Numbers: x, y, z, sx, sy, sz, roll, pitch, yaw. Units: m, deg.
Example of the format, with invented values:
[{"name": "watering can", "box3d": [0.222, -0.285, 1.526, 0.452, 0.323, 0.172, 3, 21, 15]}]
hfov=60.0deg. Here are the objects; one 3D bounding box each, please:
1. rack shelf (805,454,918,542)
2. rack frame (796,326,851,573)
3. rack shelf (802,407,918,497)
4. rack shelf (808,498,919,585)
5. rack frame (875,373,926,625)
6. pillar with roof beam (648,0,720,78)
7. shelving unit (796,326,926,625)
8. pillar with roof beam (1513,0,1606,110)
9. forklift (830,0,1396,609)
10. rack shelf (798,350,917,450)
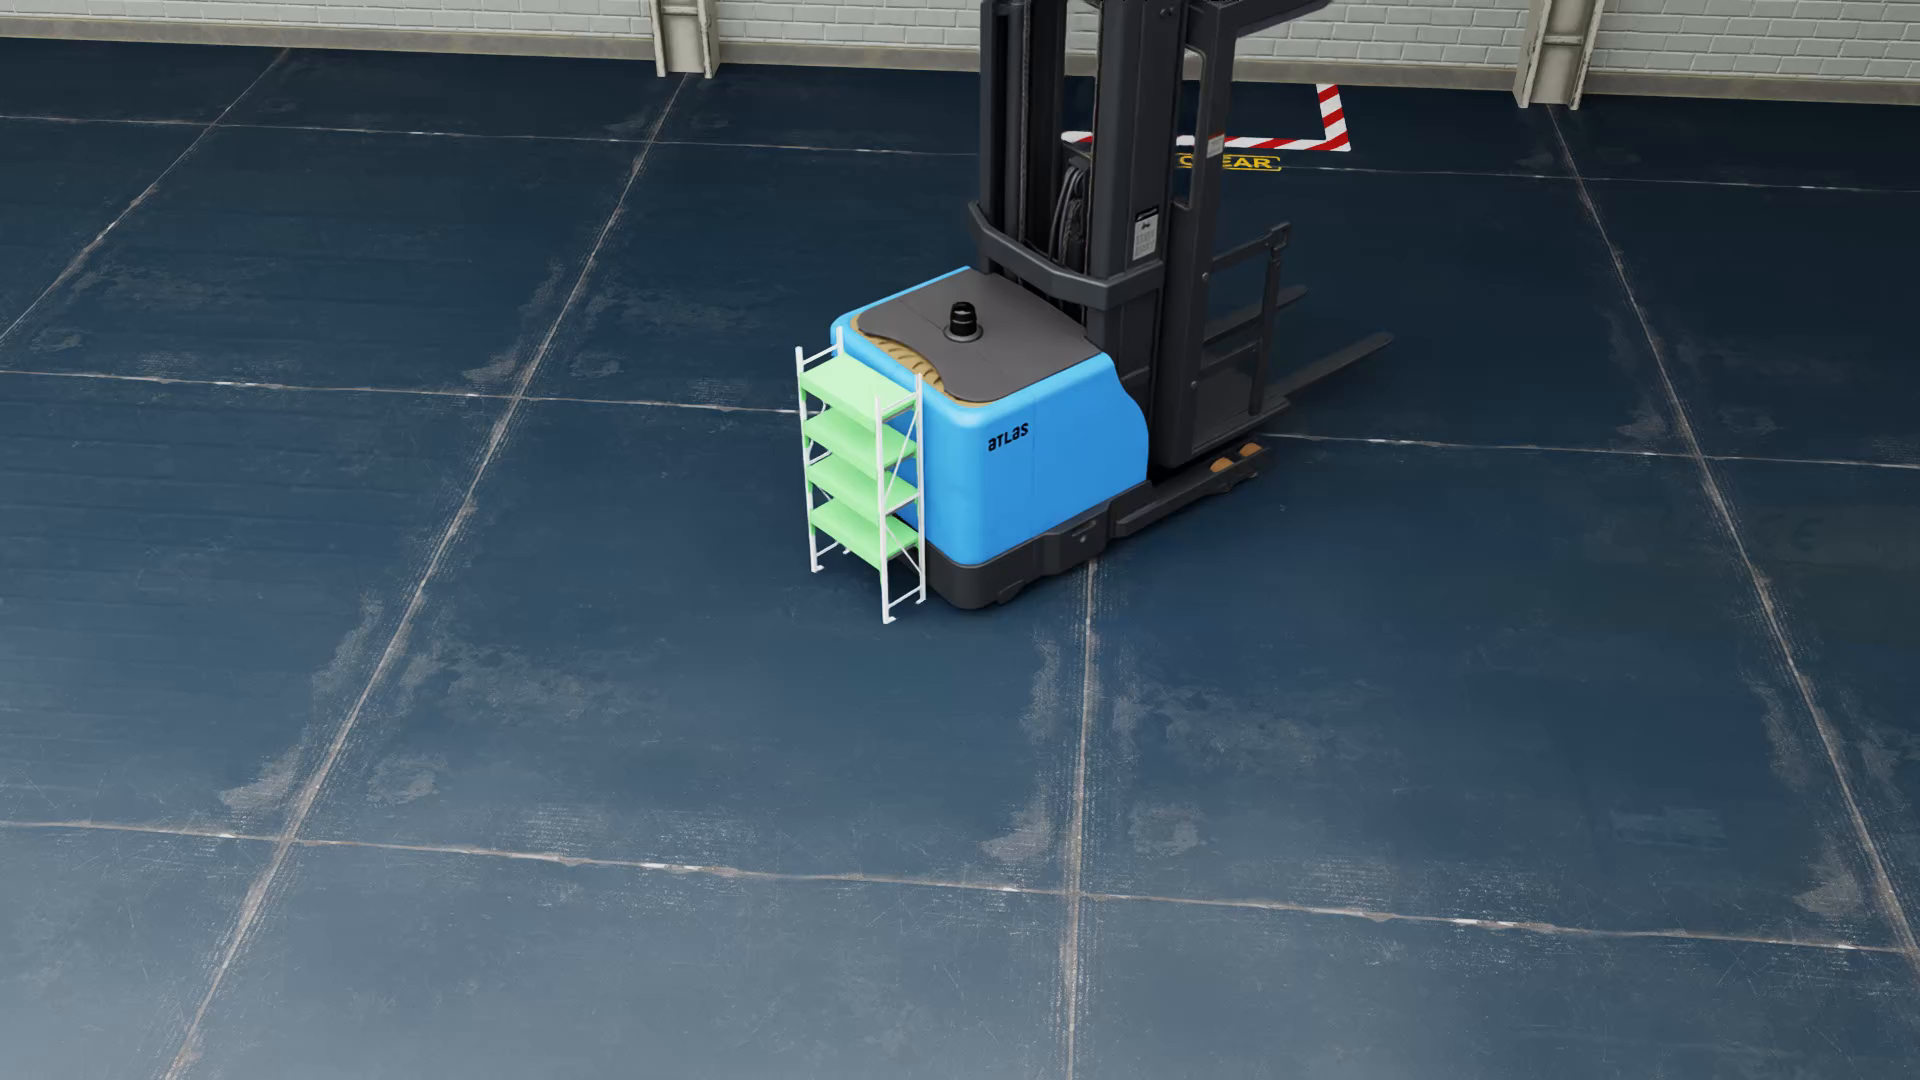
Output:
[{"name": "rack shelf", "box3d": [-0.414, -0.211, 7.160, 0.258, 0.148, 0.480, -31, 48, -32]}, {"name": "rack frame", "box3d": [-0.583, -0.372, 7.256, 0.240, 1.200, 0.015, -31, 48, -32]}, {"name": "rack shelf", "box3d": [-0.414, -0.397, 7.009, 0.258, 0.148, 0.480, -31, 48, -32]}, {"name": "rack shelf", "box3d": [-0.414, -0.025, 7.312, 0.258, 0.148, 0.480, -31, 48, -32]}, {"name": "rack frame", "box3d": [-0.245, -0.150, 6.983, 0.240, 1.200, 0.015, -31, 48, -32]}, {"name": "pillar with roof beam", "box3d": [-2.307, -4.156, 5.728, 0.400, 9.000, 9.100, 3, 39, 4]}, {"name": "shelving unit", "box3d": [-0.414, -0.261, 7.120, 0.258, 1.200, 0.503, -31, 48, -32]}, {"name": "pillar with roof beam", "box3d": [3.671, -3.830, 5.326, 0.400, 9.000, 9.100, 3, 39, 4]}, {"name": "forklift", "box3d": [0.889, -1.603, 7.397, 3.031, 2.935, 1.130, -27, 46, -29]}, {"name": "rack shelf", "box3d": [-0.414, -0.583, 6.857, 0.258, 0.148, 0.480, -31, 48, -32]}]
